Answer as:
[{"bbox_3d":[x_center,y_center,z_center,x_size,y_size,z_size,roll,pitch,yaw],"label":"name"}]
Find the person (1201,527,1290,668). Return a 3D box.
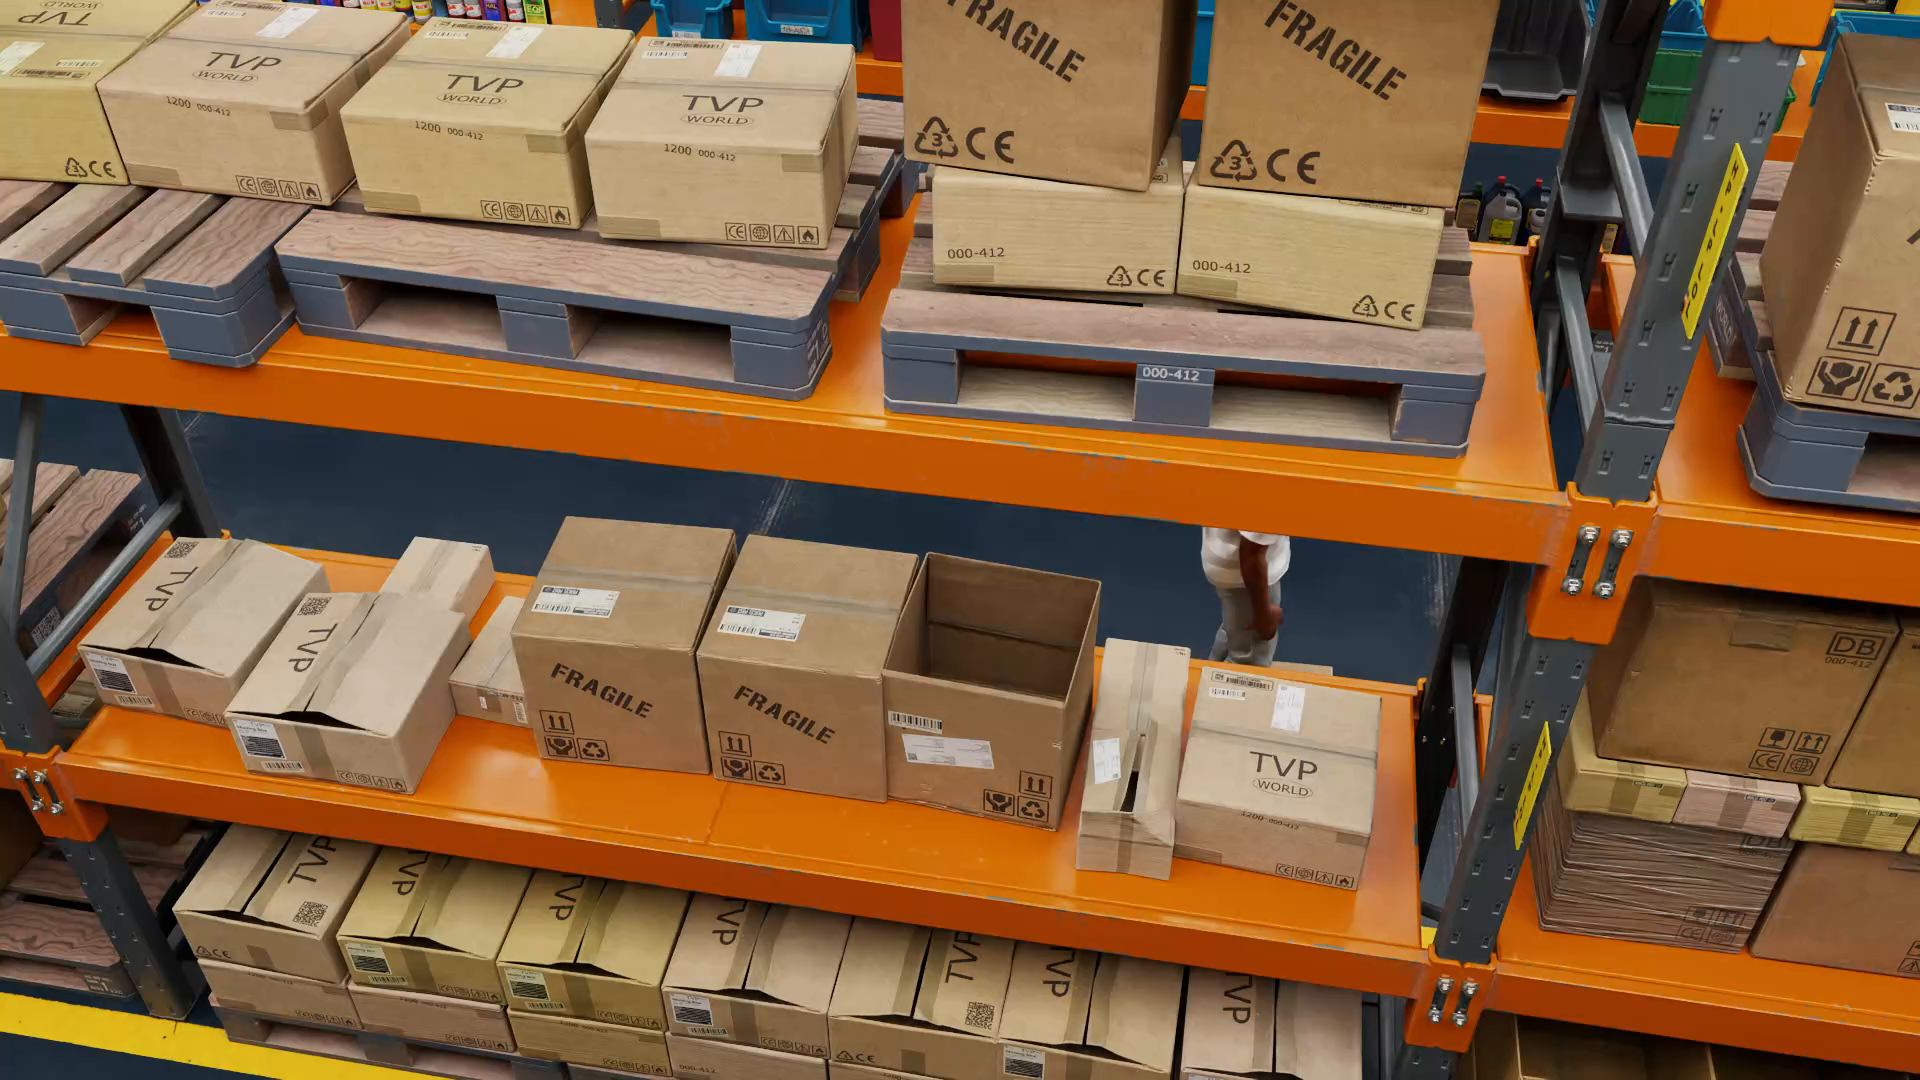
[{"bbox_3d":[1.103,0.066,6.065,0.463,1.760,0.634,6,41,7],"label":"person"}]
